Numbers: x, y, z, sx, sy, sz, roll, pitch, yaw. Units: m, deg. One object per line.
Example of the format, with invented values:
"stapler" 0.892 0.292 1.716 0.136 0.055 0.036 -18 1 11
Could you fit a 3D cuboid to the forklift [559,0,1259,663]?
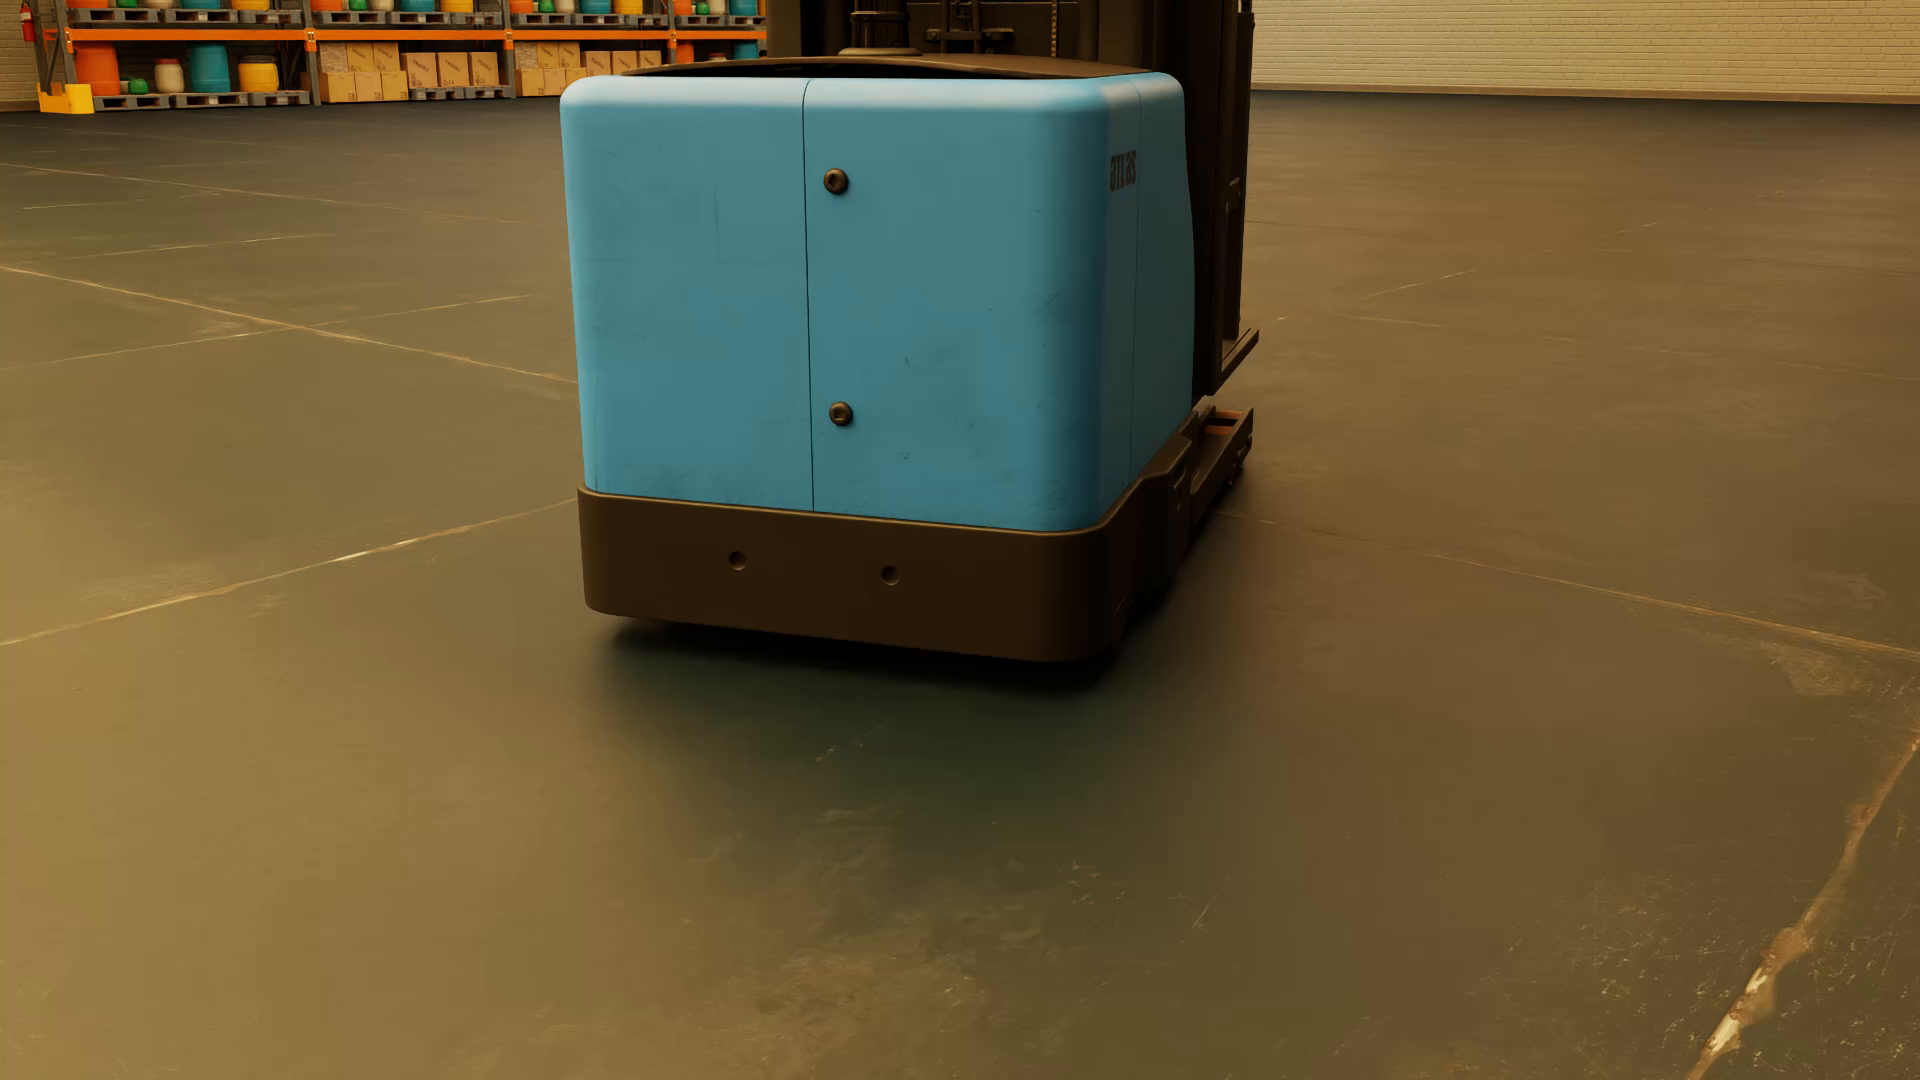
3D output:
"forklift" 0.182 -1.571 4.072 1.130 2.935 3.031 5 18 17
